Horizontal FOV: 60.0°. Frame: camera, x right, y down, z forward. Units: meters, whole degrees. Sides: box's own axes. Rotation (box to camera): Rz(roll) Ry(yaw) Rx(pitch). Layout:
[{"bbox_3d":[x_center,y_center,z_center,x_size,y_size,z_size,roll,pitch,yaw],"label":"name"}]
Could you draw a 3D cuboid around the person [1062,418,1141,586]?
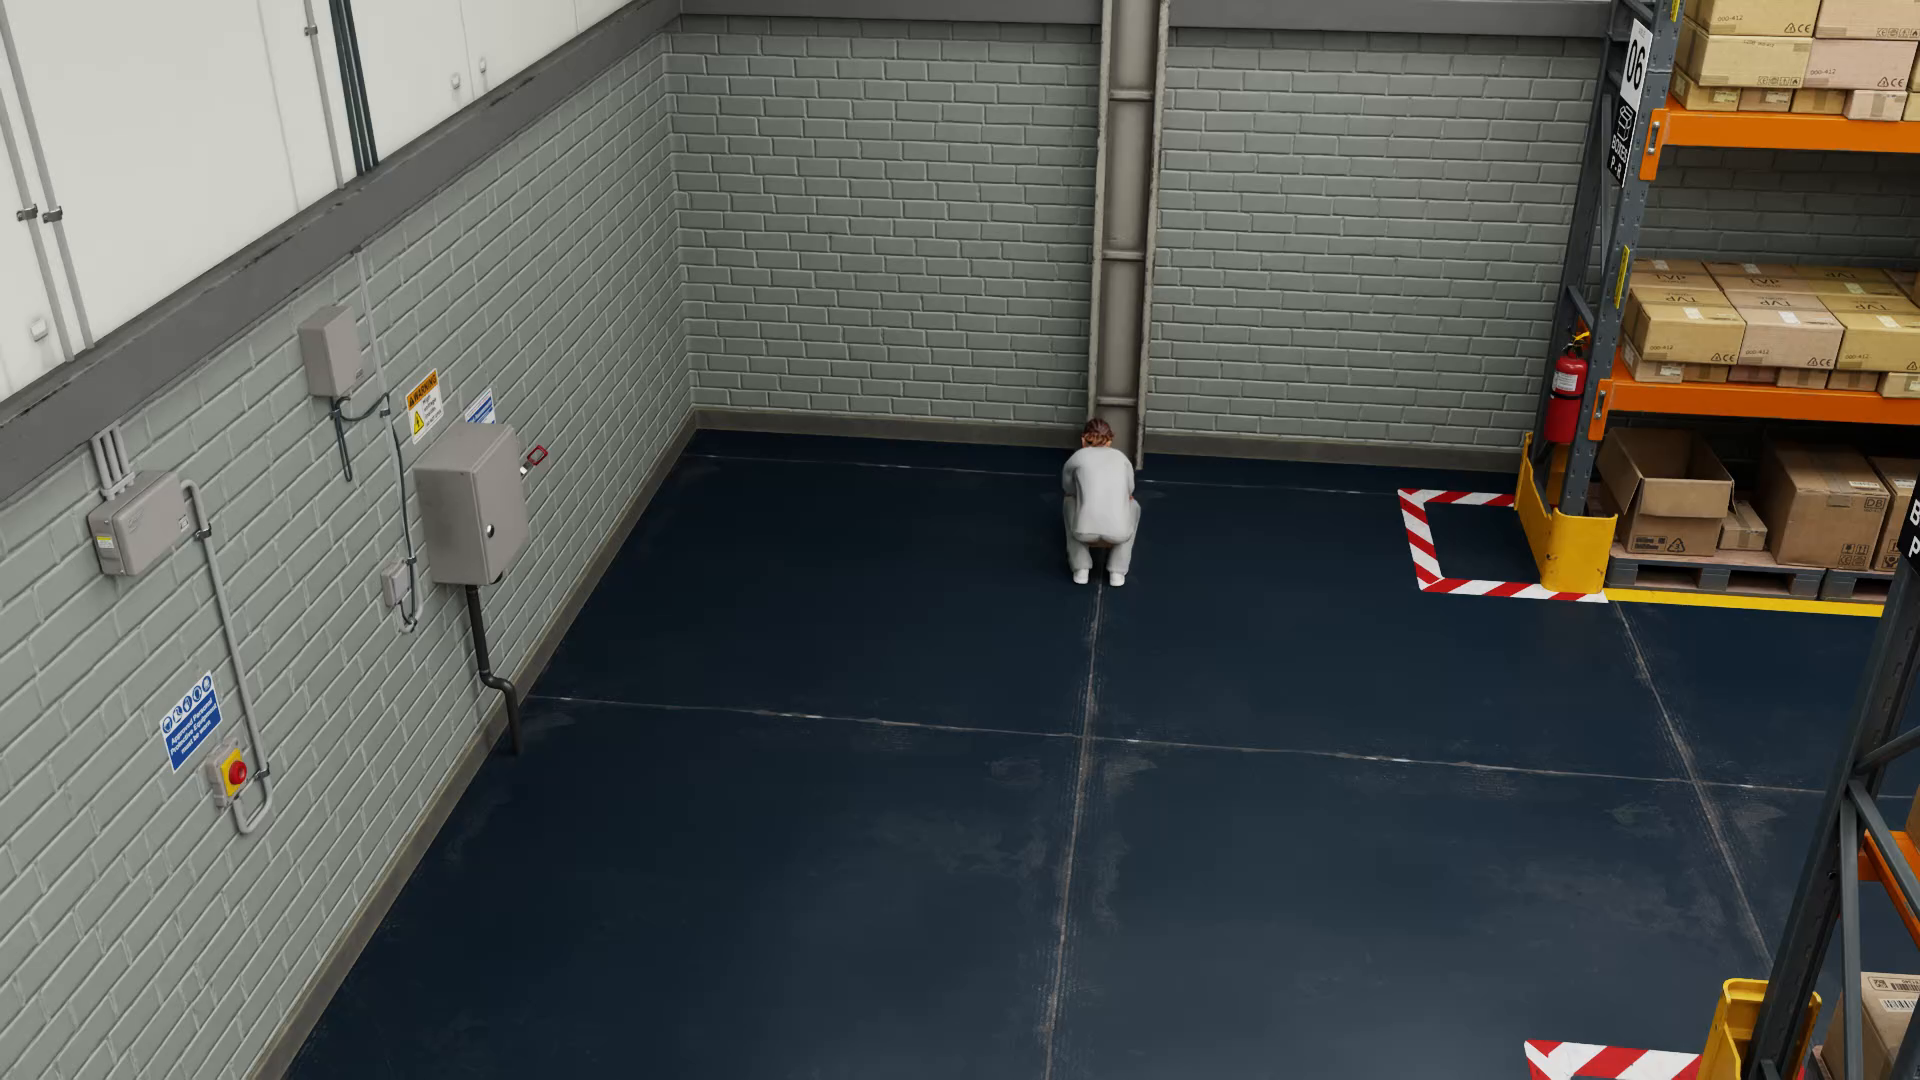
[{"bbox_3d":[0.839,-0.216,9.920,0.483,0.824,0.801,3,29,6],"label":"person"}]
